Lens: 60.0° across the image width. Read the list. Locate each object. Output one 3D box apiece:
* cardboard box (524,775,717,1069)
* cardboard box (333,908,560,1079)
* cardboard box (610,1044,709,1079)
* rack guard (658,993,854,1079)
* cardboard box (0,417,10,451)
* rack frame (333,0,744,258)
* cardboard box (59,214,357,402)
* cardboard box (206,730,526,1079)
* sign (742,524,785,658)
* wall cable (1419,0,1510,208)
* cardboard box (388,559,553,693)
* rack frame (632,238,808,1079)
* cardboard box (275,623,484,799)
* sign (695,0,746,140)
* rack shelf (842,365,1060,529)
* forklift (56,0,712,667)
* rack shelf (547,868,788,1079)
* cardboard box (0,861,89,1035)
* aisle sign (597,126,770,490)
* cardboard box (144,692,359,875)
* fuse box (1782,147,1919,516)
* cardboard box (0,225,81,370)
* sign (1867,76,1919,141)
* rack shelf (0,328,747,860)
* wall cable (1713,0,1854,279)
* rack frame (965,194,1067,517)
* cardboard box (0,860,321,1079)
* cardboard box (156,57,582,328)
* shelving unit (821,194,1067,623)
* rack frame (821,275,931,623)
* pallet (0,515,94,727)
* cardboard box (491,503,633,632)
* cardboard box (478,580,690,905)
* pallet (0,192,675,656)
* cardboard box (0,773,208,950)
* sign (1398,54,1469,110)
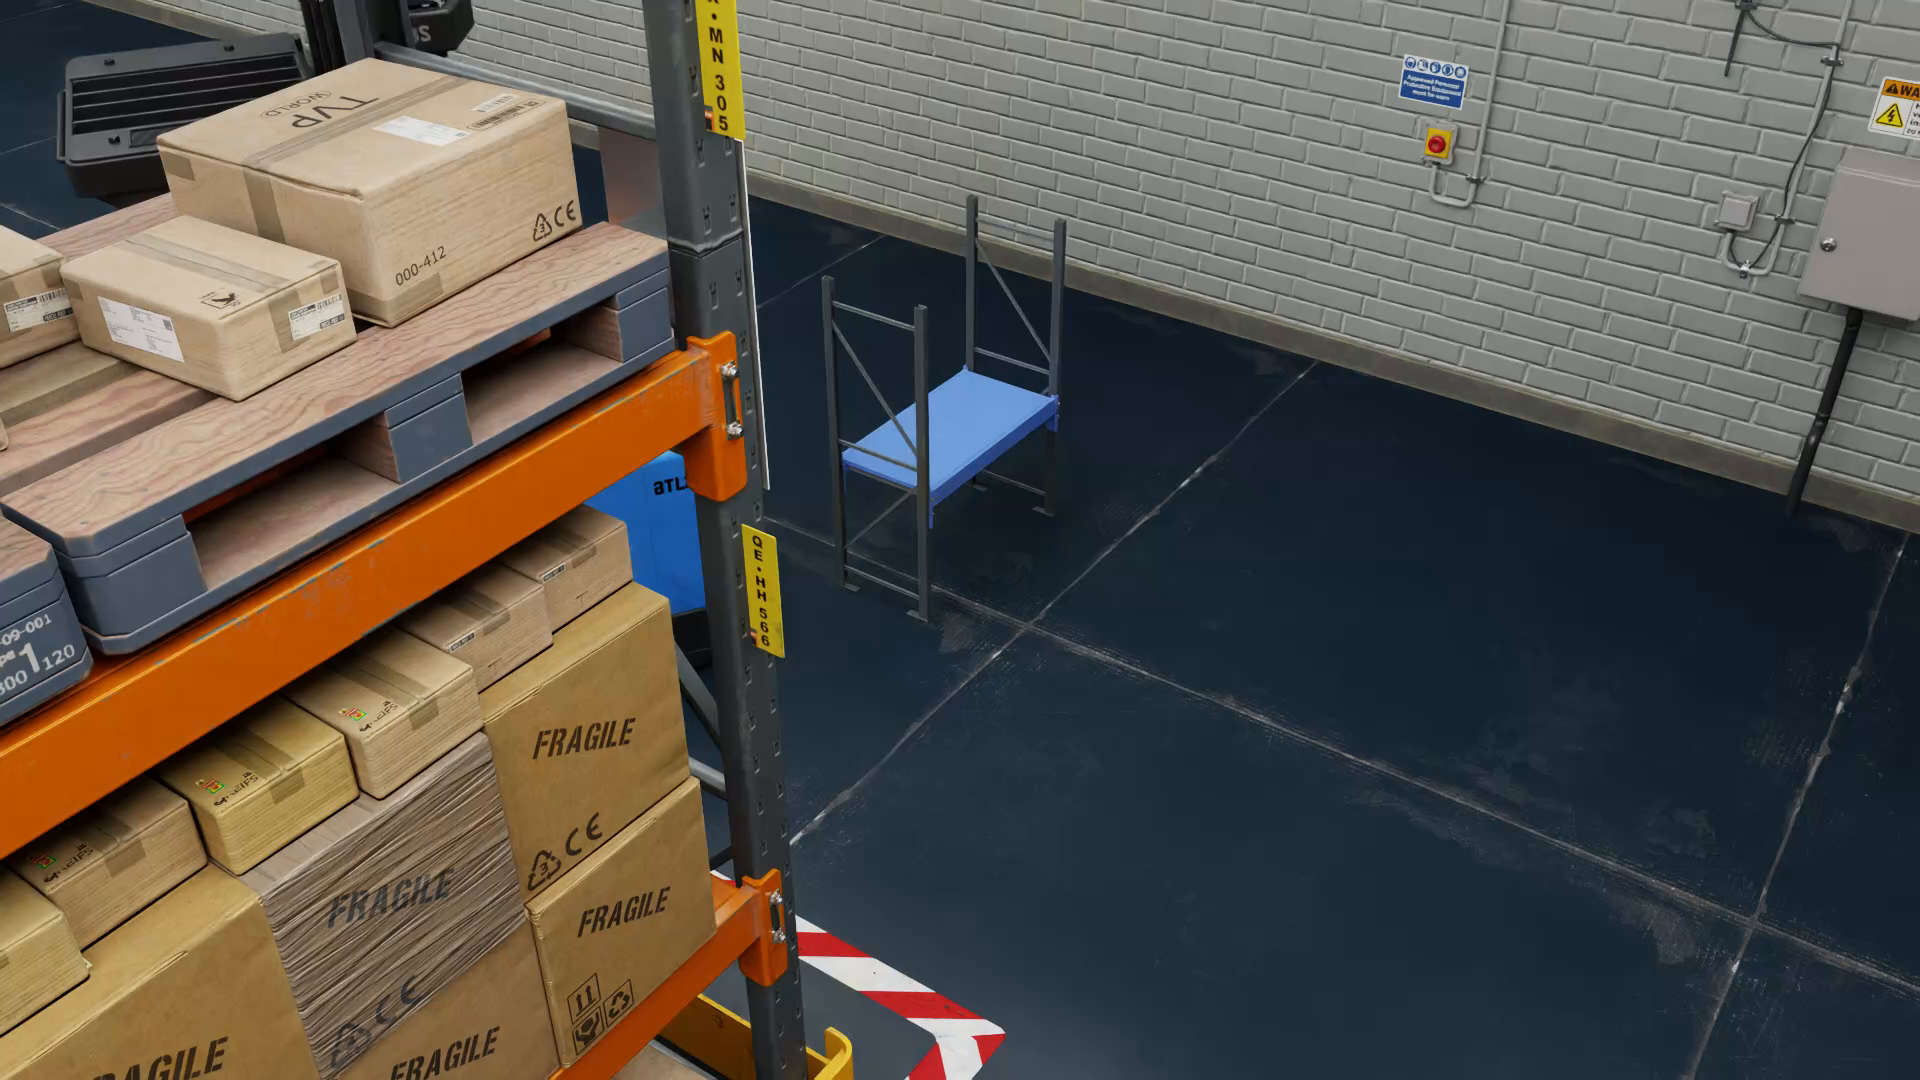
[{"bbox_3d":[-0.930,0.778,3.833,0.500,0.500,0.500,21,40,28],"label":"cardboard box"},{"bbox_3d":[-1.229,1.004,3.499,0.500,0.500,0.500,20,39,27],"label":"cardboard box"},{"bbox_3d":[-1.167,1.736,4.418,0.875,0.438,0.875,20,39,27],"label":"cardboard box"},{"bbox_3d":[-0.859,1.537,5.031,1.175,0.500,0.348,21,39,28],"label":"rack guard"},{"bbox_3d":[-1.767,-0.236,2.358,0.500,0.311,0.500,22,40,29],"label":"cardboard box"},{"bbox_3d":[-0.873,-1.973,2.634,1.000,3.000,0.127,21,39,28],"label":"rack frame"},{"bbox_3d":[-1.229,-0.387,2.727,0.380,0.149,0.250,18,38,25],"label":"cardboard box"},{"bbox_3d":[-1.226,0.605,3.196,0.500,0.500,0.500,21,40,28],"label":"cardboard box"},{"bbox_3d":[-0.435,0.115,3.658,0.100,0.325,0.005,21,39,28],"label":"sign"},{"bbox_3d":[2.323,-2.524,7.869,0.585,1.953,0.123,21,39,28],"label":"wall cable"},{"bbox_3d":[-1.038,0.142,3.302,0.380,0.149,0.250,22,40,29],"label":"cardboard box"},{"bbox_3d":[-0.873,0.513,4.314,1.000,3.000,0.127,21,39,28],"label":"rack frame"},{"bbox_3d":[-1.116,0.288,3.086,0.380,0.149,0.250,21,39,28],"label":"cardboard box"},{"bbox_3d":[-0.435,-0.884,2.982,0.100,0.325,0.005,21,39,28],"label":"sign"},{"bbox_3d":[-0.049,-0.433,7.373,0.538,0.185,1.000,21,39,28],"label":"rack shelf"},{"bbox_3d":[-2.462,-0.644,6.086,3.031,2.935,1.130,-14,36,-20],"label":"forklift"},{"bbox_3d":[-2.013,1.731,3.155,1.077,0.370,4.000,21,39,28],"label":"rack shelf"},{"bbox_3d":[-1.595,0.622,2.591,0.380,0.149,0.250,22,40,29],"label":"cardboard box"},{"bbox_3d":[-0.577,-0.498,3.489,0.394,0.787,0.004,21,39,28],"label":"aisle sign"},{"bbox_3d":[-1.293,0.390,2.934,0.380,0.149,0.250,22,40,29],"label":"cardboard box"},{"bbox_3d":[3.966,-0.818,7.432,0.539,1.711,0.414,21,39,28],"label":"fuse box"},{"bbox_3d":[-1.682,-0.414,2.767,0.380,0.149,0.250,23,40,30],"label":"cardboard box"},{"bbox_3d":[4.038,-1.807,7.007,0.339,0.242,0.001,21,39,28],"label":"sign"},{"bbox_3d":[-2.013,0.488,2.315,1.077,0.370,4.000,21,39,28],"label":"rack shelf"},{"bbox_3d":[3.495,-2.063,7.216,0.588,1.984,0.122,21,39,28],"label":"wall cable"},{"bbox_3d":[0.241,-0.816,7.618,0.500,1.500,0.032,21,39,28],"label":"rack frame"},{"bbox_3d":[-1.511,0.831,2.861,0.500,0.500,0.500,21,39,28],"label":"cardboard box"},{"bbox_3d":[-1.055,-0.647,3.022,0.500,0.250,0.500,18,38,24],"label":"cardboard box"},{"bbox_3d":[-0.049,-0.582,7.272,0.538,1.500,1.048,21,39,28],"label":"shelving unit"},{"bbox_3d":[-0.338,-0.348,6.926,0.500,1.500,0.032,21,39,28],"label":"rack frame"},{"bbox_3d":[-1.982,0.215,2.155,1.003,0.211,1.213,21,39,28],"label":"pallet"},{"bbox_3d":[-0.913,0.017,3.486,0.380,0.149,0.250,22,40,29],"label":"cardboard box"},{"bbox_3d":[-0.952,0.355,3.566,0.500,0.500,0.500,23,40,30],"label":"cardboard box"},{"bbox_3d":[-1.287,-0.349,2.989,1.003,0.211,1.213,21,39,28],"label":"pallet"},{"bbox_3d":[-1.501,0.488,2.790,0.380,0.149,0.250,21,39,28],"label":"cardboard box"},{"bbox_3d":[2.318,-2.245,8.151,0.327,0.218,0.001,21,39,28],"label":"sign"}]
